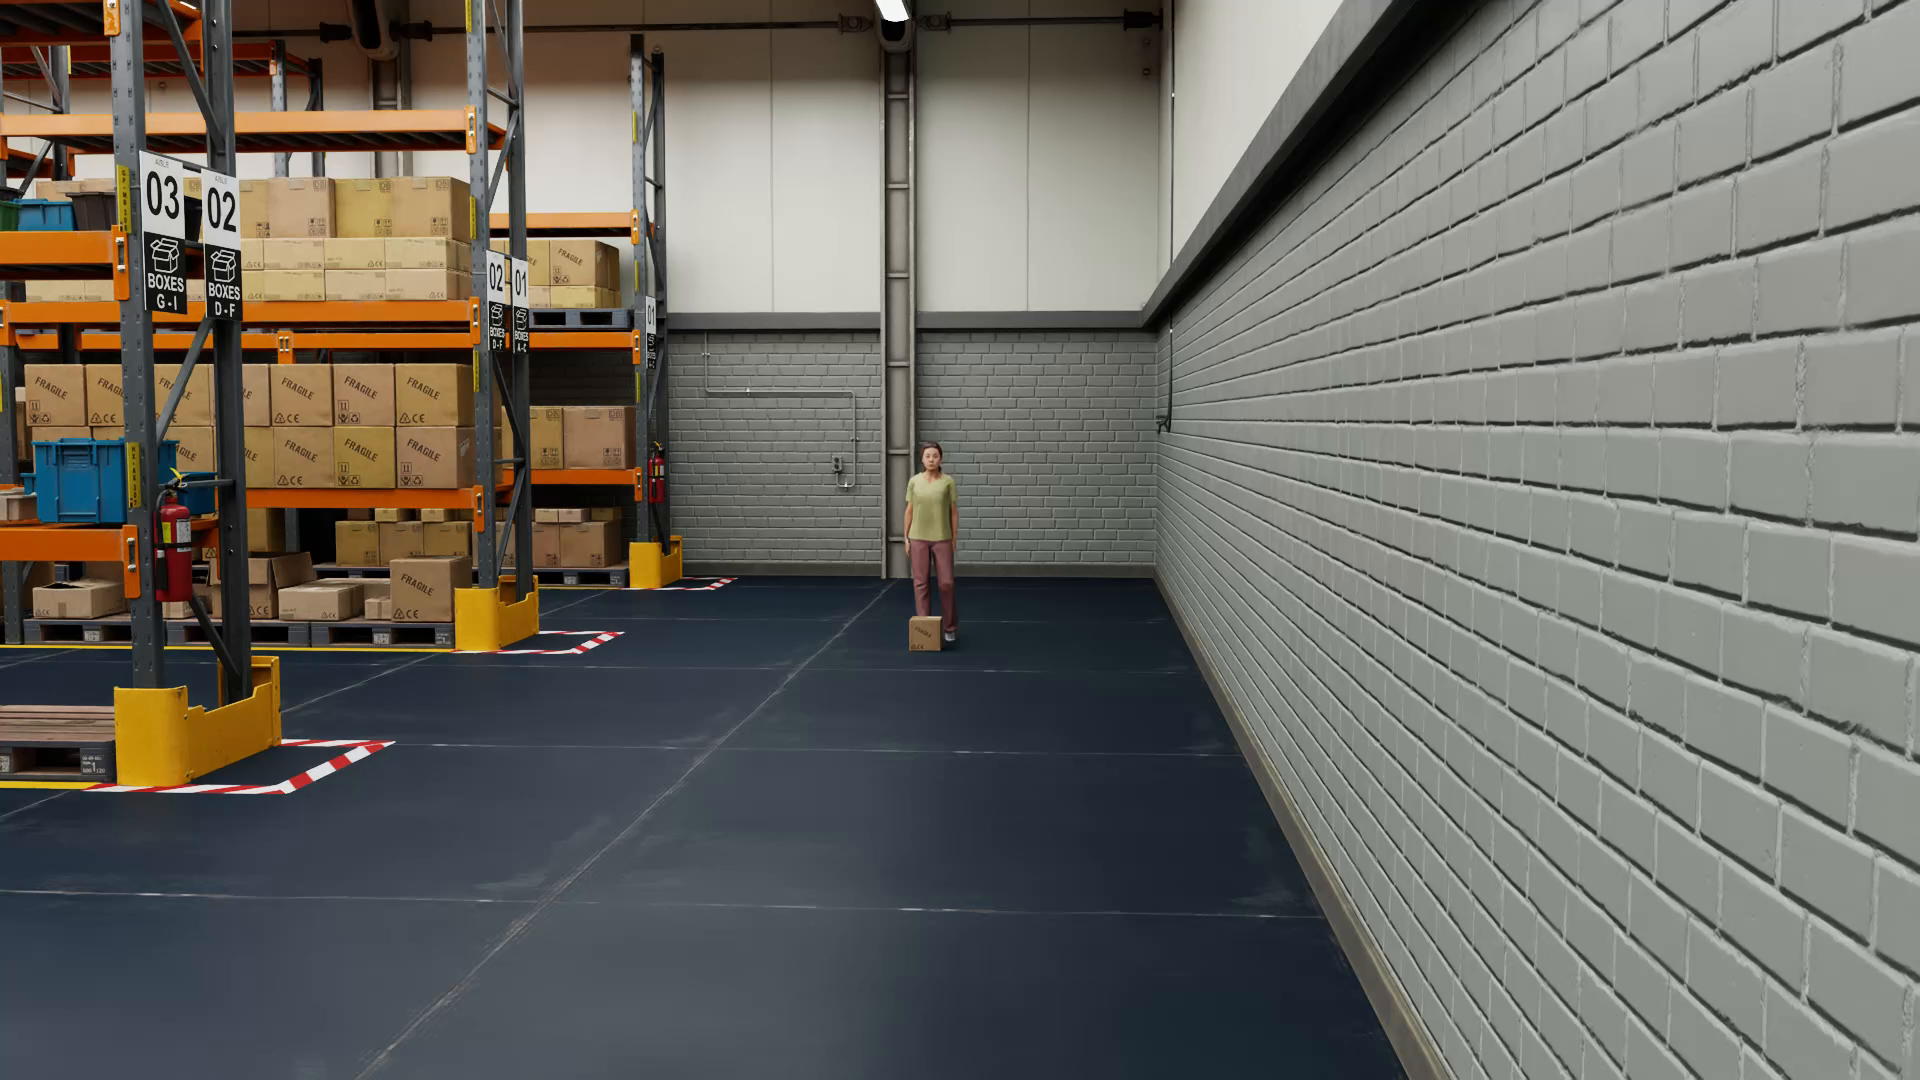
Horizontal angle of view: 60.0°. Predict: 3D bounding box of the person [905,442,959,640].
[{"bbox_3d":[-0.242,0.048,13.902,0.451,1.739,0.498,0,4,4],"label":"person"}]
